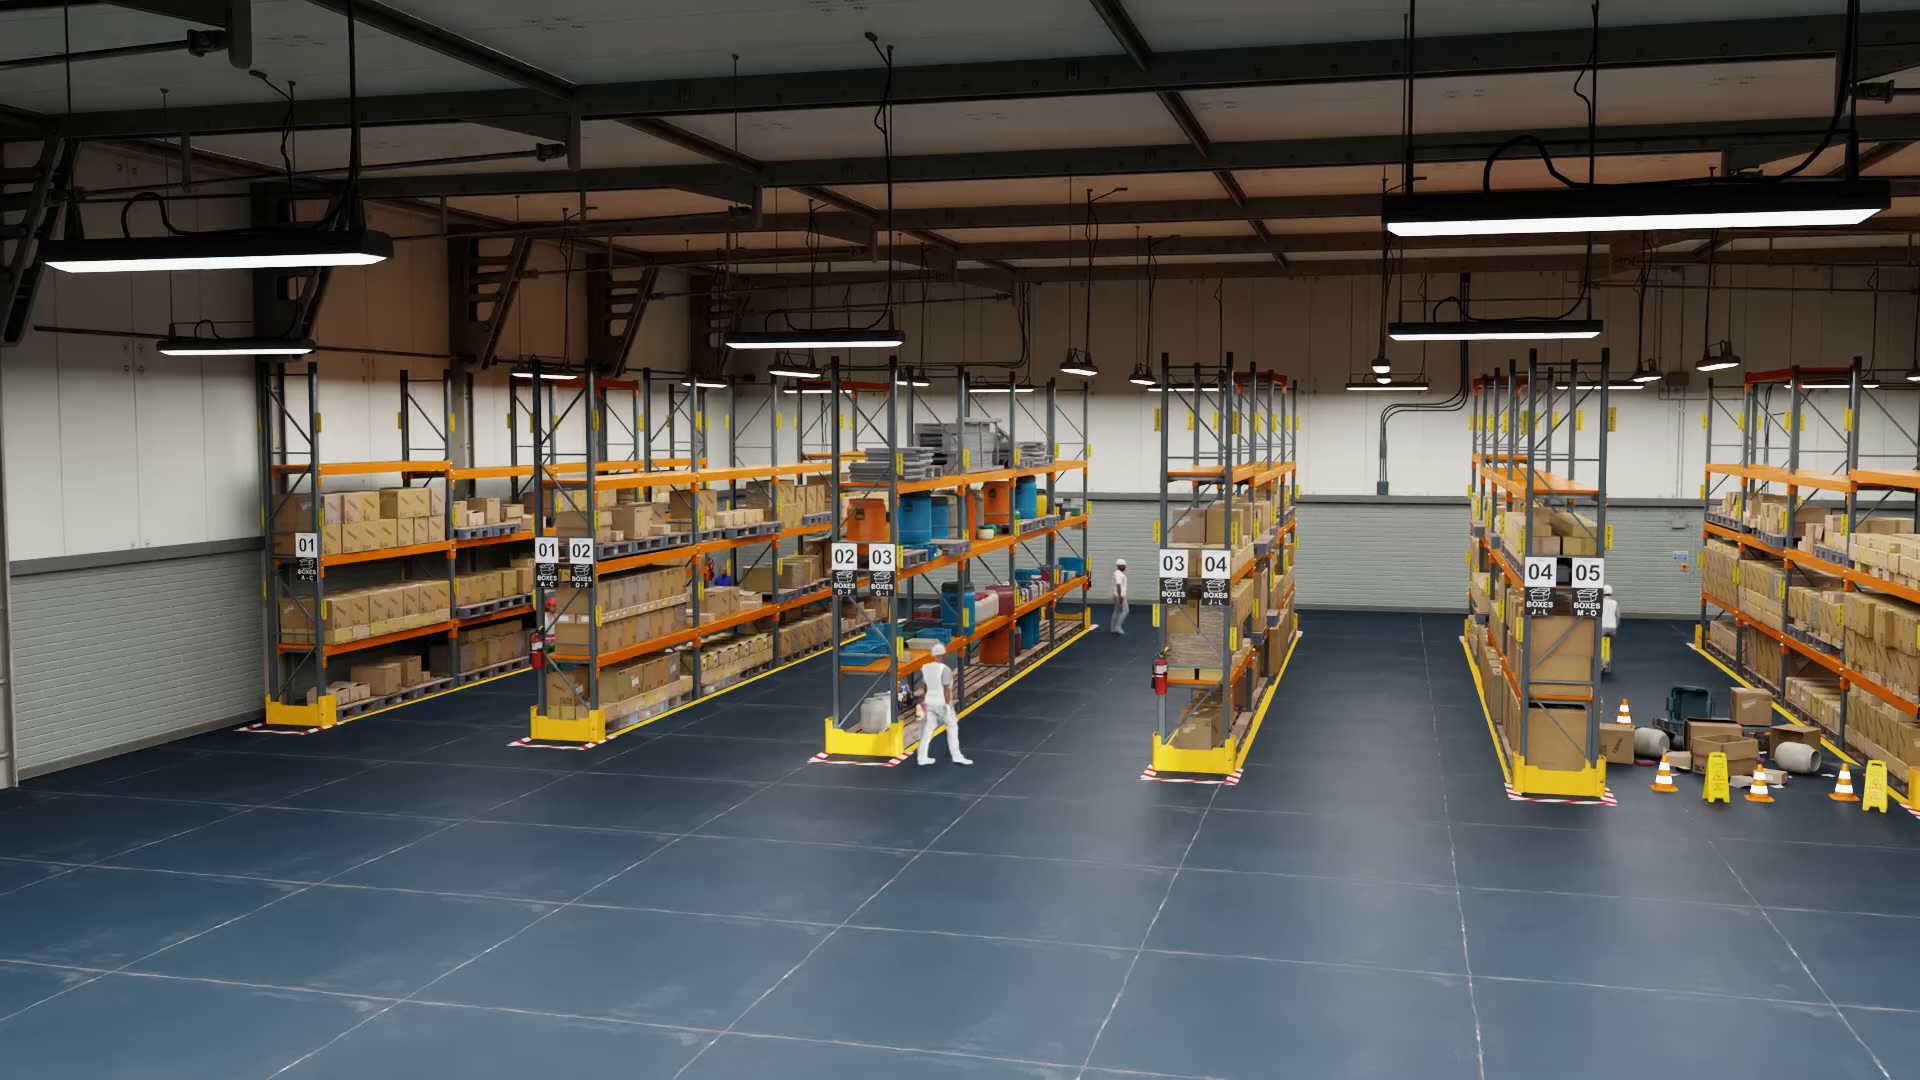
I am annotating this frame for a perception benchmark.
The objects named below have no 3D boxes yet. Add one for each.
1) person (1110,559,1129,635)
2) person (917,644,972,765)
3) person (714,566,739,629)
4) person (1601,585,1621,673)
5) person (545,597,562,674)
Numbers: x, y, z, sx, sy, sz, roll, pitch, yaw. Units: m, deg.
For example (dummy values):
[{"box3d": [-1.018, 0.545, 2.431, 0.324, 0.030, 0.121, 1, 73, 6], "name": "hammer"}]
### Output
[{"box3d": [3.795, 1.339, 39.610, 0.405, 1.781, 0.627, 0, 4, -5], "name": "person"}, {"box3d": [-0.292, 2.411, 24.389, 0.638, 1.782, 0.760, 4, 6, 44], "name": "person"}, {"box3d": [-5.628, 1.404, 40.178, 0.545, 1.553, 0.736, 2, 4, 25], "name": "person"}, {"box3d": [12.966, 1.787, 33.367, 0.599, 1.756, 0.622, 0, 4, -4], "name": "person"}, {"box3d": [-7.523, 1.978, 30.578, 0.569, 1.813, 0.694, -1, 4, -9], "name": "person"}]
